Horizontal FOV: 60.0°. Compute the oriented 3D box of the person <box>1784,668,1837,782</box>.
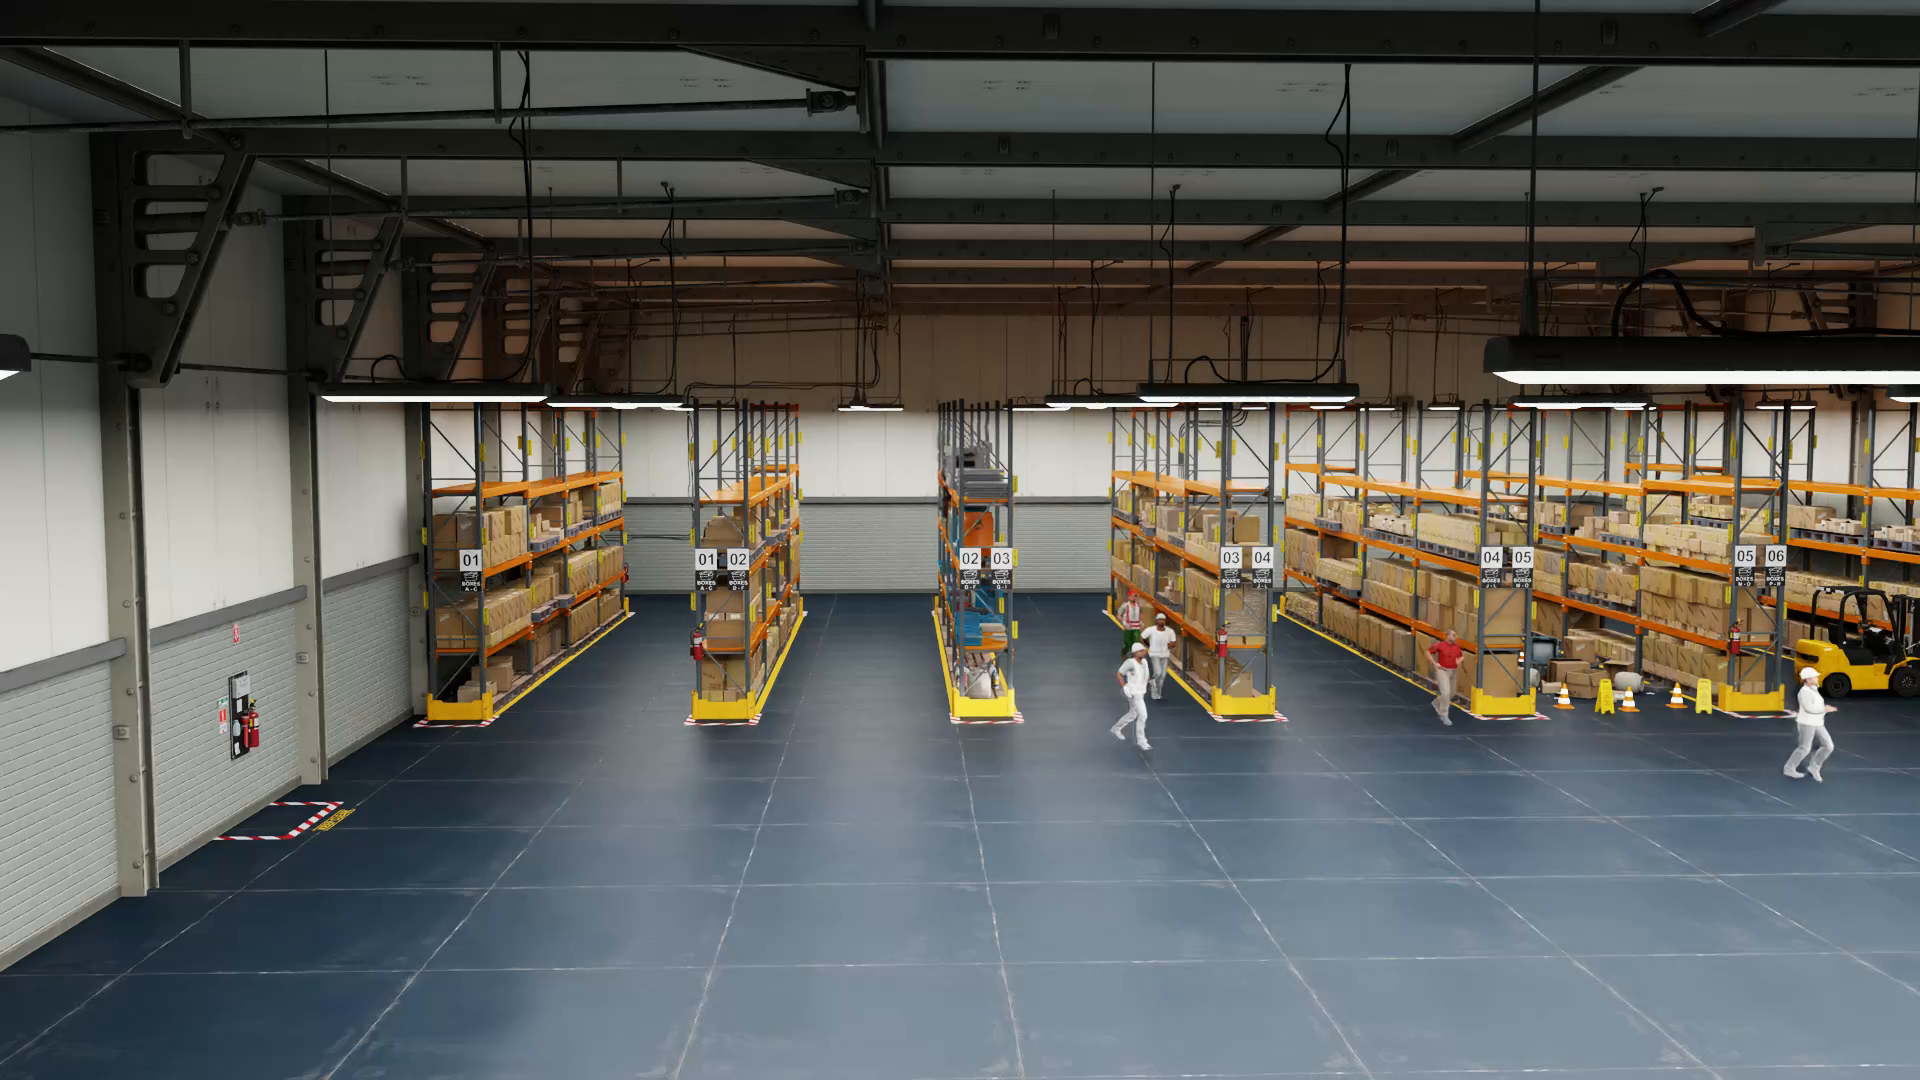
[{"bbox_3d":[13.232,2.882,25.845,0.721,1.806,0.625,4,6,45],"label":"person"}]

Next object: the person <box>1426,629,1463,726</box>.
[{"bbox_3d":[9.108,2.528,31.053,0.670,1.725,0.967,-2,5,-22],"label":"person"}]

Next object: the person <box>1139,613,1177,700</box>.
[{"bbox_3d":[3.982,2.324,33.133,0.692,1.741,0.660,-1,4,-12],"label":"person"}]

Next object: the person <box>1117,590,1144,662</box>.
[{"bbox_3d":[3.850,1.999,37.290,0.667,1.763,0.860,-1,4,-14],"label":"person"}]

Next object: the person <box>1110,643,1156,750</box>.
[{"bbox_3d":[2.972,2.663,28.623,0.857,1.826,0.674,3,5,32],"label":"person"}]
